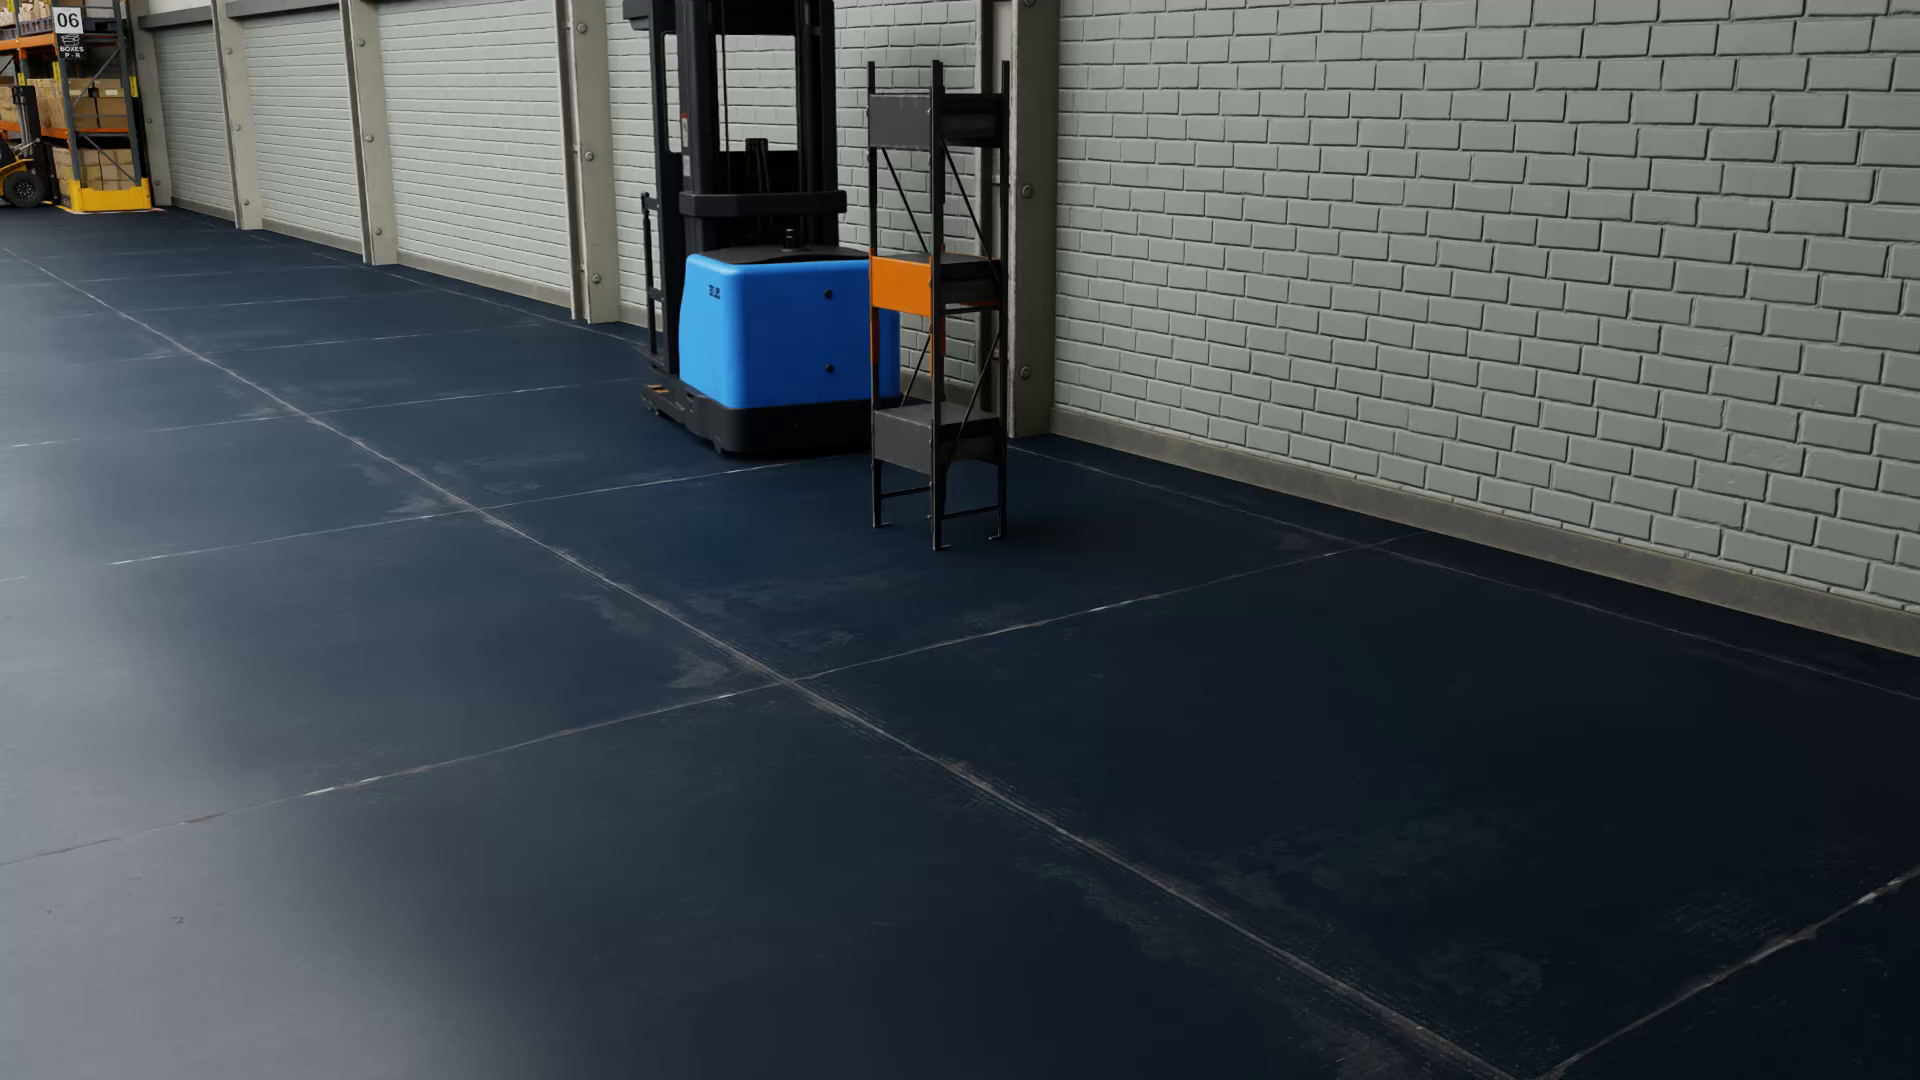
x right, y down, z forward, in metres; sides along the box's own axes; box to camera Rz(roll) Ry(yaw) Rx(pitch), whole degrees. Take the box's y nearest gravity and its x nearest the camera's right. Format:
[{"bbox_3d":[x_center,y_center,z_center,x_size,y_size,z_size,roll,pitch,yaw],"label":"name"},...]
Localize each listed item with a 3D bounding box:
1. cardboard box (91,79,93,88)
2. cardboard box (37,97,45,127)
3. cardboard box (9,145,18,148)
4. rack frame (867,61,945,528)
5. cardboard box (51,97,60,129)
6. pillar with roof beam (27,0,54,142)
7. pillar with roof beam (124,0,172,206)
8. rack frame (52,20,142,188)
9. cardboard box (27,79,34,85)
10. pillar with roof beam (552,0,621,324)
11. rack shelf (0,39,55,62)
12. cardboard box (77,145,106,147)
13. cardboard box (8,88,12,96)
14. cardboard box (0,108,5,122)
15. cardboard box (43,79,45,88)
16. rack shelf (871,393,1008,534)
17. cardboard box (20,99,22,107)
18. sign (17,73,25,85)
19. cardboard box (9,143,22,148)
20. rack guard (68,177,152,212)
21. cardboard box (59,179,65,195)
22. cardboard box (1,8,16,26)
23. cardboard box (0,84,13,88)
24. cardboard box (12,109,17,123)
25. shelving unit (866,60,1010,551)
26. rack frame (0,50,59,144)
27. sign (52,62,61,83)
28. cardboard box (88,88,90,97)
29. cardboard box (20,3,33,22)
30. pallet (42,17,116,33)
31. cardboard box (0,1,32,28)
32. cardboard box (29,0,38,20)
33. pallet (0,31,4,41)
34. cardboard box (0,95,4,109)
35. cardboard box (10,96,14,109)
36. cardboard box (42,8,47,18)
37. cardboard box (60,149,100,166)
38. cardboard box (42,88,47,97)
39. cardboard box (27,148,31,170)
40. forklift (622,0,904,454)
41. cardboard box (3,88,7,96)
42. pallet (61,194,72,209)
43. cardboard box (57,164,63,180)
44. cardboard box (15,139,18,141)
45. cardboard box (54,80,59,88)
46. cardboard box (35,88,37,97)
[{"bbox_3d":[-14.425,-7.673,27.945,0.380,0.149,0.250,-10,18,-33],"label":"cardboard box"},{"bbox_3d":[-15.791,-7.498,29.101,0.500,0.500,0.500,-11,19,-35],"label":"cardboard box"},{"bbox_3d":[-18.455,-7.578,33.284,0.875,0.625,0.625,-10,18,-33],"label":"cardboard box"},{"bbox_3d":[-0.241,-1.100,7.618,0.400,2.100,0.015,-11,19,-35],"label":"rack frame"},{"bbox_3d":[-14.906,-7.173,27.911,0.500,0.500,0.500,-10,18,-33],"label":"cardboard box"},{"bbox_3d":[-24.325,-12.024,34.462,9.100,9.000,0.400,-11,19,-35],"label":"pillar with roof beam"},{"bbox_3d":[-17.269,-9.462,25.100,9.100,9.000,0.400,-11,19,-35],"label":"pillar with roof beam"},{"bbox_3d":[-14.107,-6.948,27.279,1.000,3.000,0.127,-11,19,-35],"label":"rack frame"},{"bbox_3d":[-16.511,-8.192,29.845,0.380,0.149,0.250,-10,18,-33],"label":"cardboard box"},{"bbox_3d":[-6.686,-5.618,11.057,9.100,9.000,0.400,-11,19,-35],"label":"pillar with roof beam"},{"bbox_3d":[-17.635,-9.329,31.659,1.077,0.370,4.000,-11,19,-35],"label":"rack shelf"},{"bbox_3d":[-15.416,-6.870,29.512,0.500,0.250,0.500,-11,19,-34],"label":"cardboard box"},{"bbox_3d":[-17.833,-8.514,31.585,0.380,0.149,0.250,-11,19,-36],"label":"cardboard box"},{"bbox_3d":[-18.747,-8.451,33.056,0.500,0.250,0.500,-11,19,-34],"label":"cardboard box"},{"bbox_3d":[-15.690,-7.930,28.885,0.380,0.149,0.250,-11,19,-35],"label":"cardboard box"},{"bbox_3d":[-0.097,-0.360,7.616,0.431,0.518,0.480,-11,19,-35],"label":"rack shelf"},{"bbox_3d":[-16.954,-8.036,30.592,0.500,0.250,0.500,-11,19,-36],"label":"cardboard box"},{"bbox_3d":[-16.892,-8.236,29.942,0.100,0.325,0.005,-11,19,-35],"label":"sign"},{"bbox_3d":[-19.306,-8.032,33.951,0.380,0.149,0.250,-12,19,-37],"label":"cardboard box"},{"bbox_3d":[-14.093,-5.737,27.590,1.175,0.500,0.348,-11,19,-35],"label":"rack guard"},{"bbox_3d":[-14.923,-5.983,28.167,0.500,0.250,0.500,-11,19,-35],"label":"cardboard box"},{"bbox_3d":[-17.533,-9.737,30.972,0.500,0.311,0.500,-12,19,-36],"label":"cardboard box"},{"bbox_3d":[-19.920,-9.228,34.620,0.797,0.503,0.637,-11,19,-36],"label":"cardboard box"},{"bbox_3d":[-17.844,-8.123,31.857,0.500,0.250,0.500,-10,18,-33],"label":"cardboard box"},{"bbox_3d":[-0.097,-1.048,7.428,0.431,2.100,0.503,-11,19,-35],"label":"shelving unit"},{"bbox_3d":[-18.811,-8.656,33.521,1.000,3.000,0.127,-11,19,-35],"label":"rack frame"},{"bbox_3d":[-14.554,-7.539,26.798,0.100,0.325,0.005,-11,19,-35],"label":"sign"},{"bbox_3d":[-14.437,-7.520,27.950,0.380,0.149,0.250,-11,19,-36],"label":"cardboard box"},{"bbox_3d":[-16.167,-9.241,29.160,0.500,0.311,0.500,-10,18,-33],"label":"cardboard box"},{"bbox_3d":[-14.502,-8.507,27.461,1.003,0.211,1.213,-11,19,-35],"label":"pallet"},{"bbox_3d":[-18.204,-10.117,32.002,0.700,0.500,0.500,-11,19,-36],"label":"cardboard box"},{"bbox_3d":[-15.399,-9.117,28.342,0.797,0.503,0.637,-10,18,-33],"label":"cardboard box"},{"bbox_3d":[-18.339,-9.881,32.671,1.213,0.211,1.003,-10,18,-32],"label":"pallet"},{"bbox_3d":[-18.768,-8.688,32.975,0.500,0.250,0.500,-11,19,-35],"label":"cardboard box"},{"bbox_3d":[-17.840,-8.365,31.795,0.500,0.250,0.500,-11,19,-34],"label":"cardboard box"},{"bbox_3d":[-14.840,-8.654,27.322,0.380,0.149,0.250,-12,19,-36],"label":"cardboard box"},{"bbox_3d":[-14.630,-6.356,27.637,0.500,0.250,0.500,-10,18,-33],"label":"cardboard box"},{"bbox_3d":[-15.591,-7.721,28.685,0.380,0.149,0.250,-11,19,-36],"label":"cardboard box"},{"bbox_3d":[-17.225,-7.136,31.668,0.875,0.625,0.625,-11,19,-35],"label":"cardboard box"},{"bbox_3d":[-1.381,-2.233,10.183,1.130,2.935,3.031,-7,17,-23],"label":"forklift"},{"bbox_3d":[-18.532,-8.796,32.612,0.380,0.149,0.250,-10,18,-33],"label":"cardboard box"},{"bbox_3d":[-14.590,-5.760,28.220,1.003,0.211,1.213,-11,19,-35],"label":"pallet"},{"bbox_3d":[-14.932,-6.229,28.120,0.500,0.250,0.500,-11,19,-35],"label":"cardboard box"},{"bbox_3d":[-20.404,-8.680,36.319,0.380,0.149,0.250,-11,19,-34],"label":"cardboard box"},{"bbox_3d":[-14.834,-7.596,27.664,0.380,0.149,0.250,-10,18,-33],"label":"cardboard box"},{"bbox_3d":[-16.070,-7.884,29.280,0.380,0.149,0.250,-10,18,-33],"label":"cardboard box"}]
